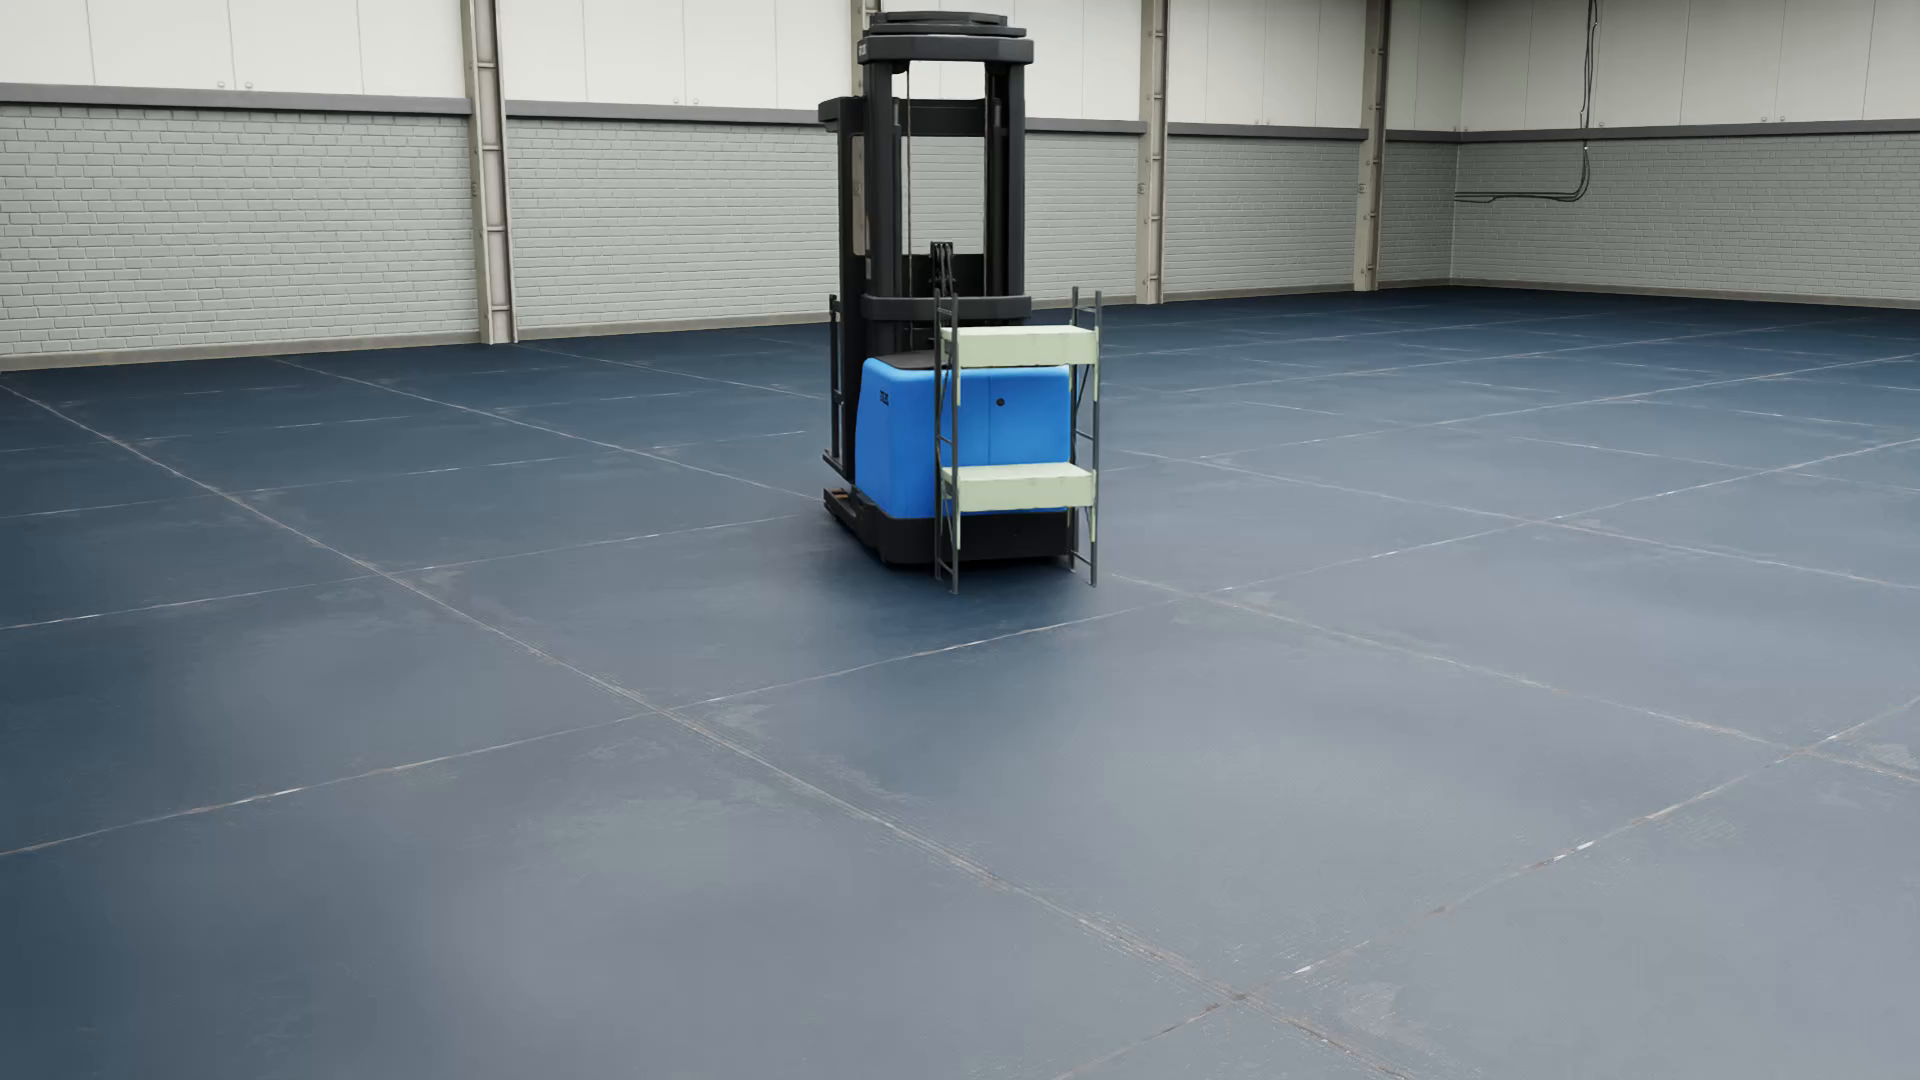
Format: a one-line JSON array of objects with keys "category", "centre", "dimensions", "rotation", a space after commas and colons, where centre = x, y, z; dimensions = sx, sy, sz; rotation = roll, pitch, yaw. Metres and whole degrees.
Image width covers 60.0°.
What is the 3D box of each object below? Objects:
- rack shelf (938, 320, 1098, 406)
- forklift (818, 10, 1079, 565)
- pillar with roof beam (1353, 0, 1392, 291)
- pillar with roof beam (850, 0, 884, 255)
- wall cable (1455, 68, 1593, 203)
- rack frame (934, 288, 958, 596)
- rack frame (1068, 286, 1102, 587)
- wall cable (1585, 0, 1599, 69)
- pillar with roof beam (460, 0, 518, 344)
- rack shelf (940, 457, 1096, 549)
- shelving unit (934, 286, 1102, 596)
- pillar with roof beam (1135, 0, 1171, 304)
[{"category": "rack shelf", "centre": [0.284, -0.895, 8.355], "dimensions": [0.720, 0.370, 0.431], "rotation": [-3, 12, -14]}, {"category": "forklift", "centre": [-0.223, -1.564, 9.938], "dimensions": [1.130, 2.935, 3.031], "rotation": [-3, 12, -14]}, {"category": "pillar with roof beam", "centre": [10.691, -8.634, 28.623], "dimensions": [0.400, 9.000, 9.100], "rotation": [-9, 15, -38]}, {"category": "pillar with roof beam", "centre": [1.321, -7.077, 21.290], "dimensions": [0.400, 9.000, 9.100], "rotation": [-9, 15, -38]}, {"category": "wall cable", "centre": [11.128, -7.981, 33.024], "dimensions": [0.112, 2.526, 3.097], "rotation": [-9, 15, -38]}, {"category": "rack frame", "centre": [-0.071, -0.494, 8.346], "dimensions": [0.023, 1.500, 0.400], "rotation": [-3, 12, -14]}, {"category": "rack frame", "centre": [0.638, -0.532, 8.526], "dimensions": [0.023, 1.500, 0.400], "rotation": [-3, 12, -14]}, {"category": "wall cable", "centre": [12.818, -10.012, 30.433], "dimensions": [0.112, 2.526, 3.097], "rotation": [-9, 15, -38]}, {"category": "pillar with roof beam", "centre": [-3.364, -6.298, 17.624], "dimensions": [0.400, 9.000, 9.100], "rotation": [-9, 15, -38]}, {"category": "rack shelf", "centre": [0.284, -0.195, 8.504], "dimensions": [0.720, 0.370, 0.431], "rotation": [-3, 12, -14]}, {"category": "shelving unit", "centre": [0.284, -0.513, 8.436], "dimensions": [0.755, 1.500, 0.431], "rotation": [-3, 12, -14]}, {"category": "pillar with roof beam", "centre": [6.006, -7.855, 24.957], "dimensions": [0.400, 9.000, 9.100], "rotation": [-9, 15, -38]}]
